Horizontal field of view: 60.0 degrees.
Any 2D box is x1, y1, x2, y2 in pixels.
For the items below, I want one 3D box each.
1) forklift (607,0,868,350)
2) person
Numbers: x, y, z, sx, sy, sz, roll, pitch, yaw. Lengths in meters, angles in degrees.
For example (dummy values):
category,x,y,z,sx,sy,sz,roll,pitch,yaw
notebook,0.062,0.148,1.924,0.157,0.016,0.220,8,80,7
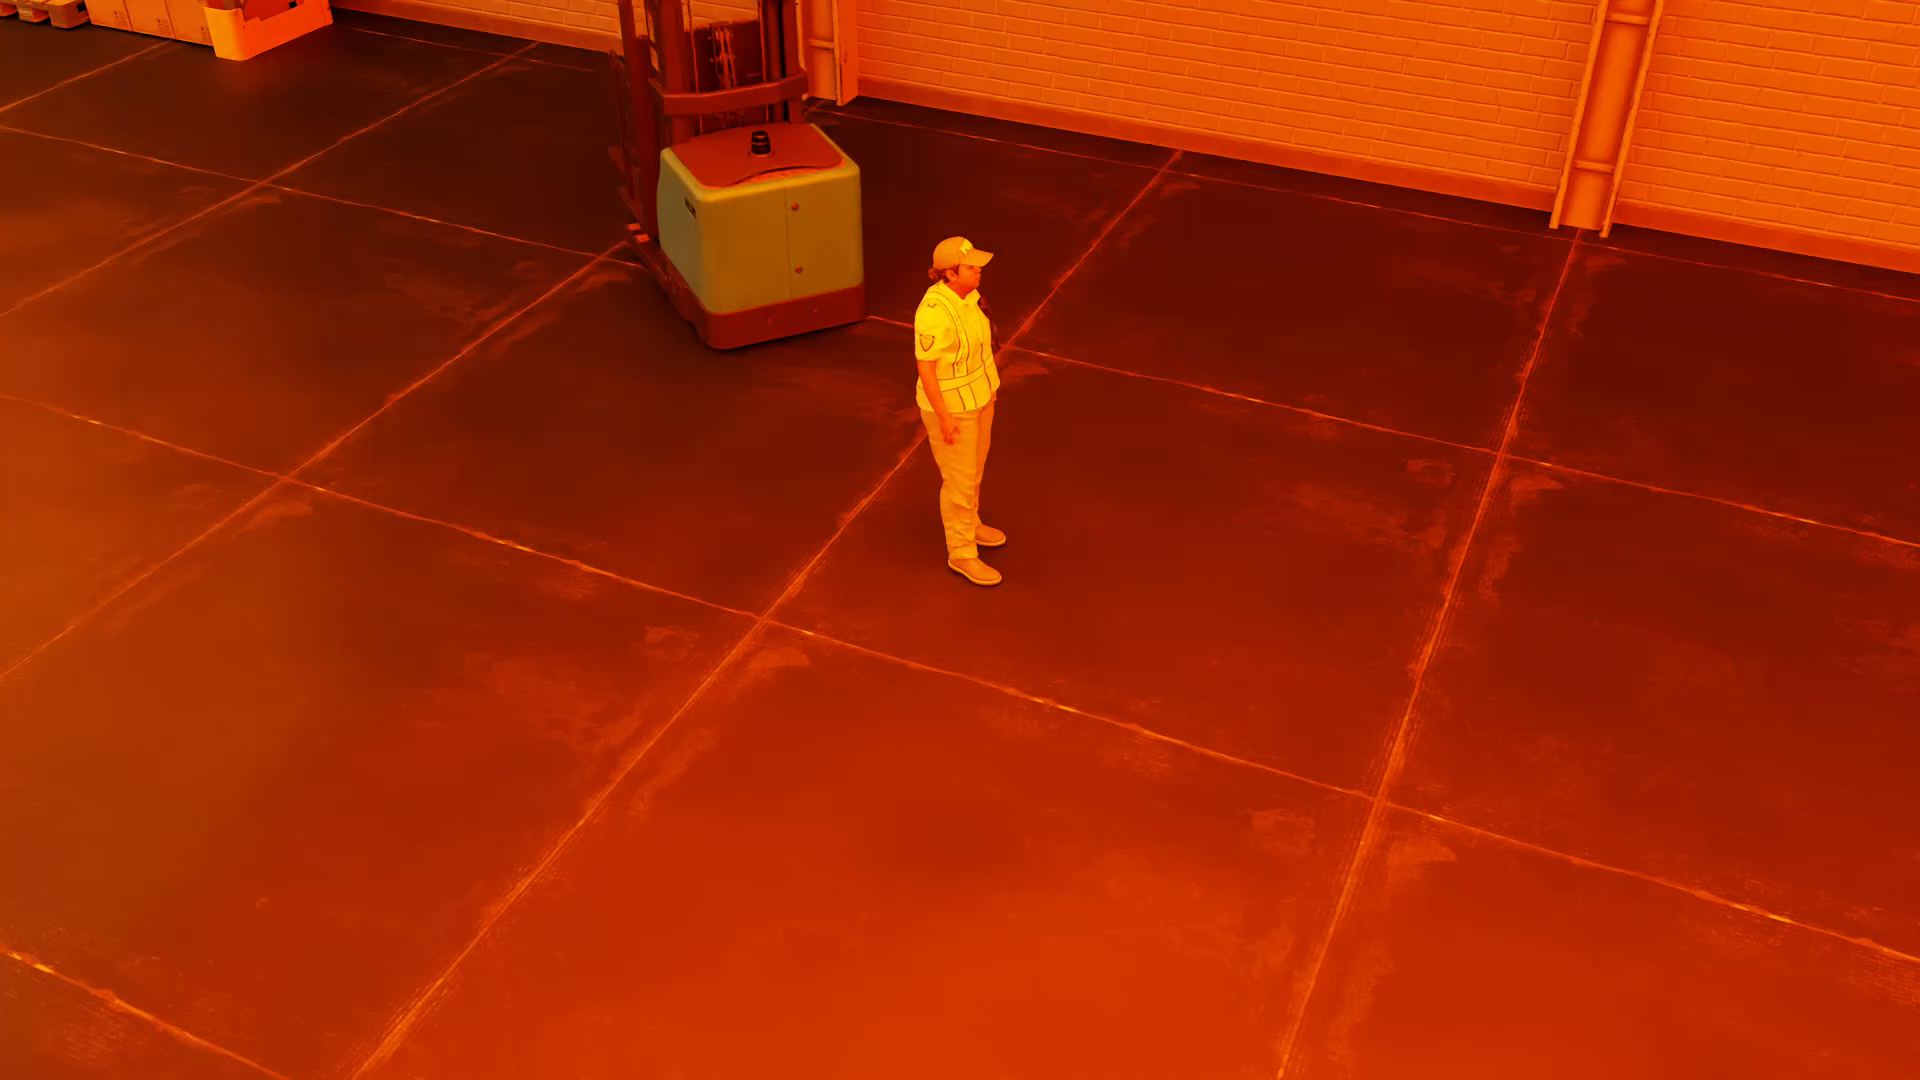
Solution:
category,x,y,z,sx,sy,sz,roll,pitch,yaw
forklift,-1.660,-3.196,10.568,1.130,2.935,3.031,-15,38,-20
person,0.060,-0.653,8.080,0.529,1.670,0.598,15,38,20
